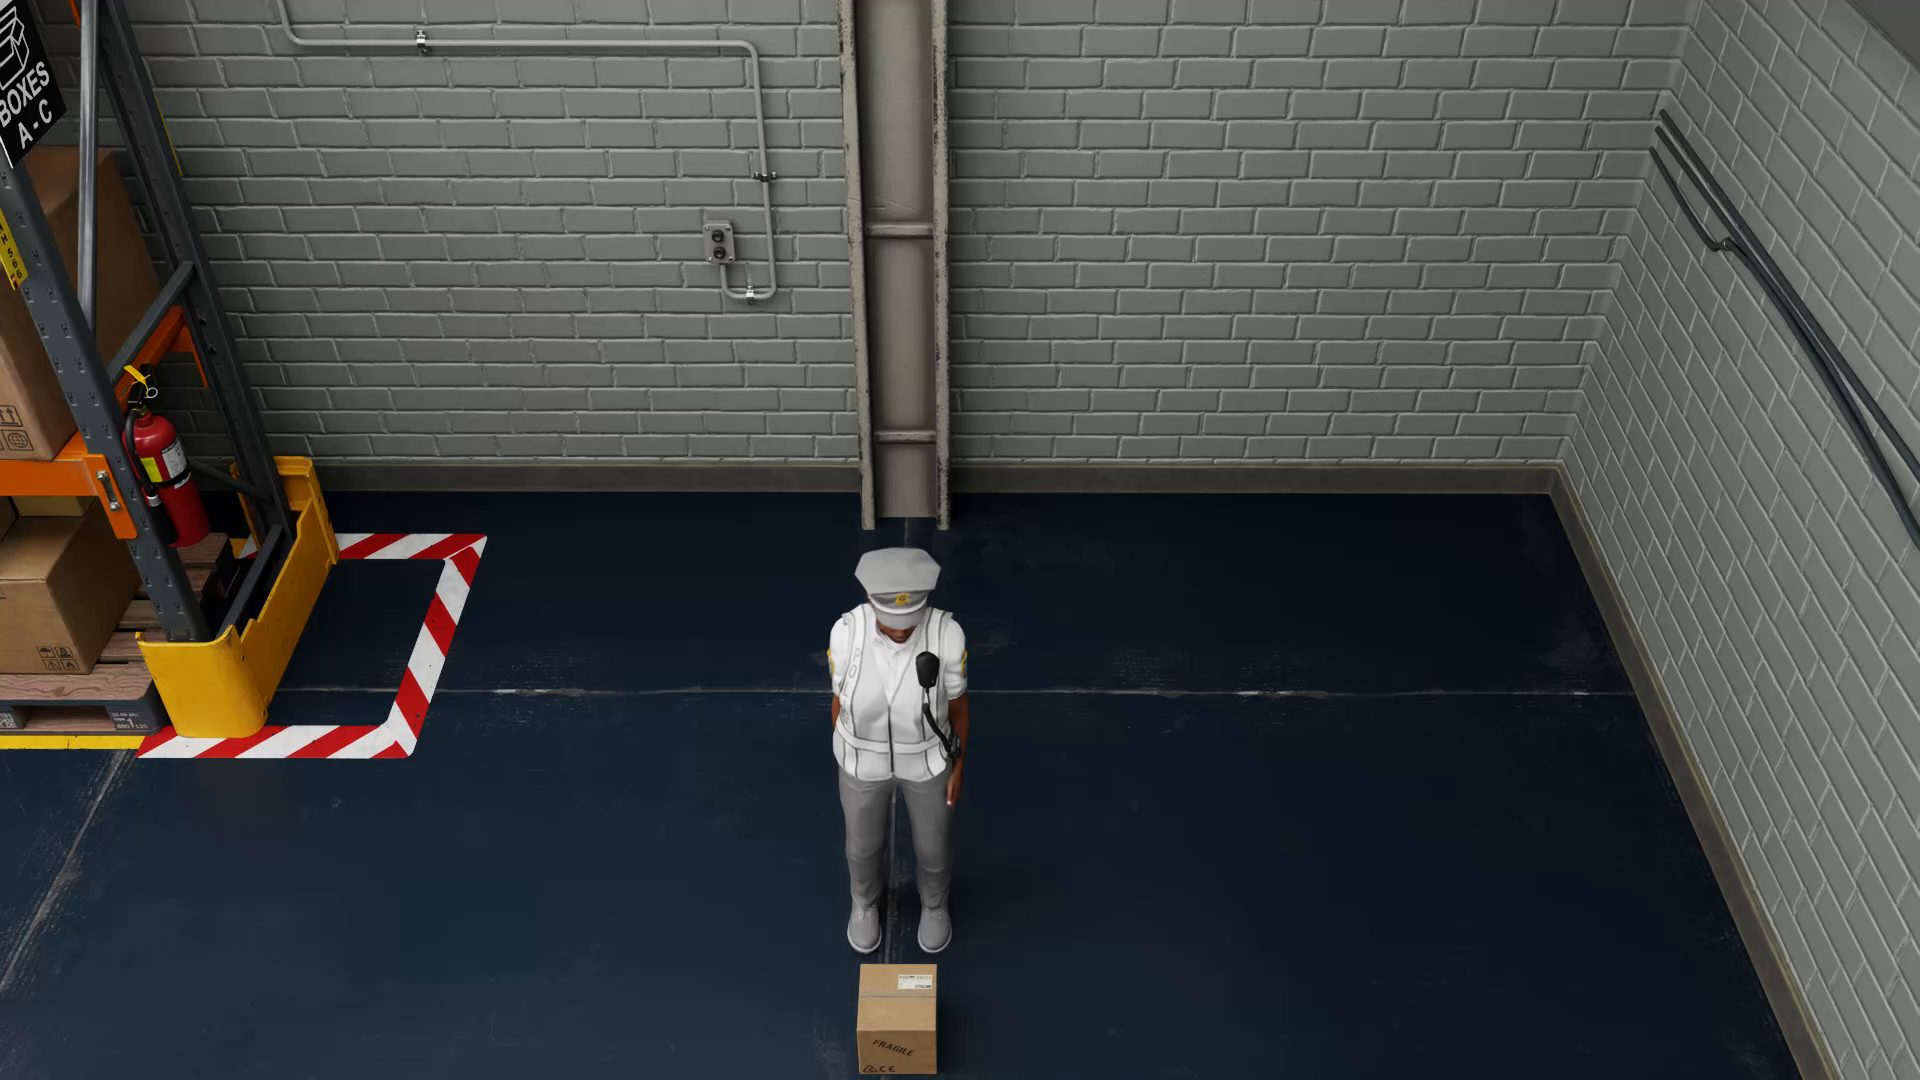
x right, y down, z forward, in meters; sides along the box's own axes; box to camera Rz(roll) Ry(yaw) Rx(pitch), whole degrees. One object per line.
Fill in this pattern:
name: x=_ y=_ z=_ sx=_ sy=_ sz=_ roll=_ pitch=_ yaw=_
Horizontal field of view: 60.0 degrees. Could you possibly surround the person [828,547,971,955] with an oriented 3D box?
person: x=-0.186 y=0.708 z=5.317 sx=0.438 sy=1.662 sz=0.341 roll=1 pitch=40 yaw=1
